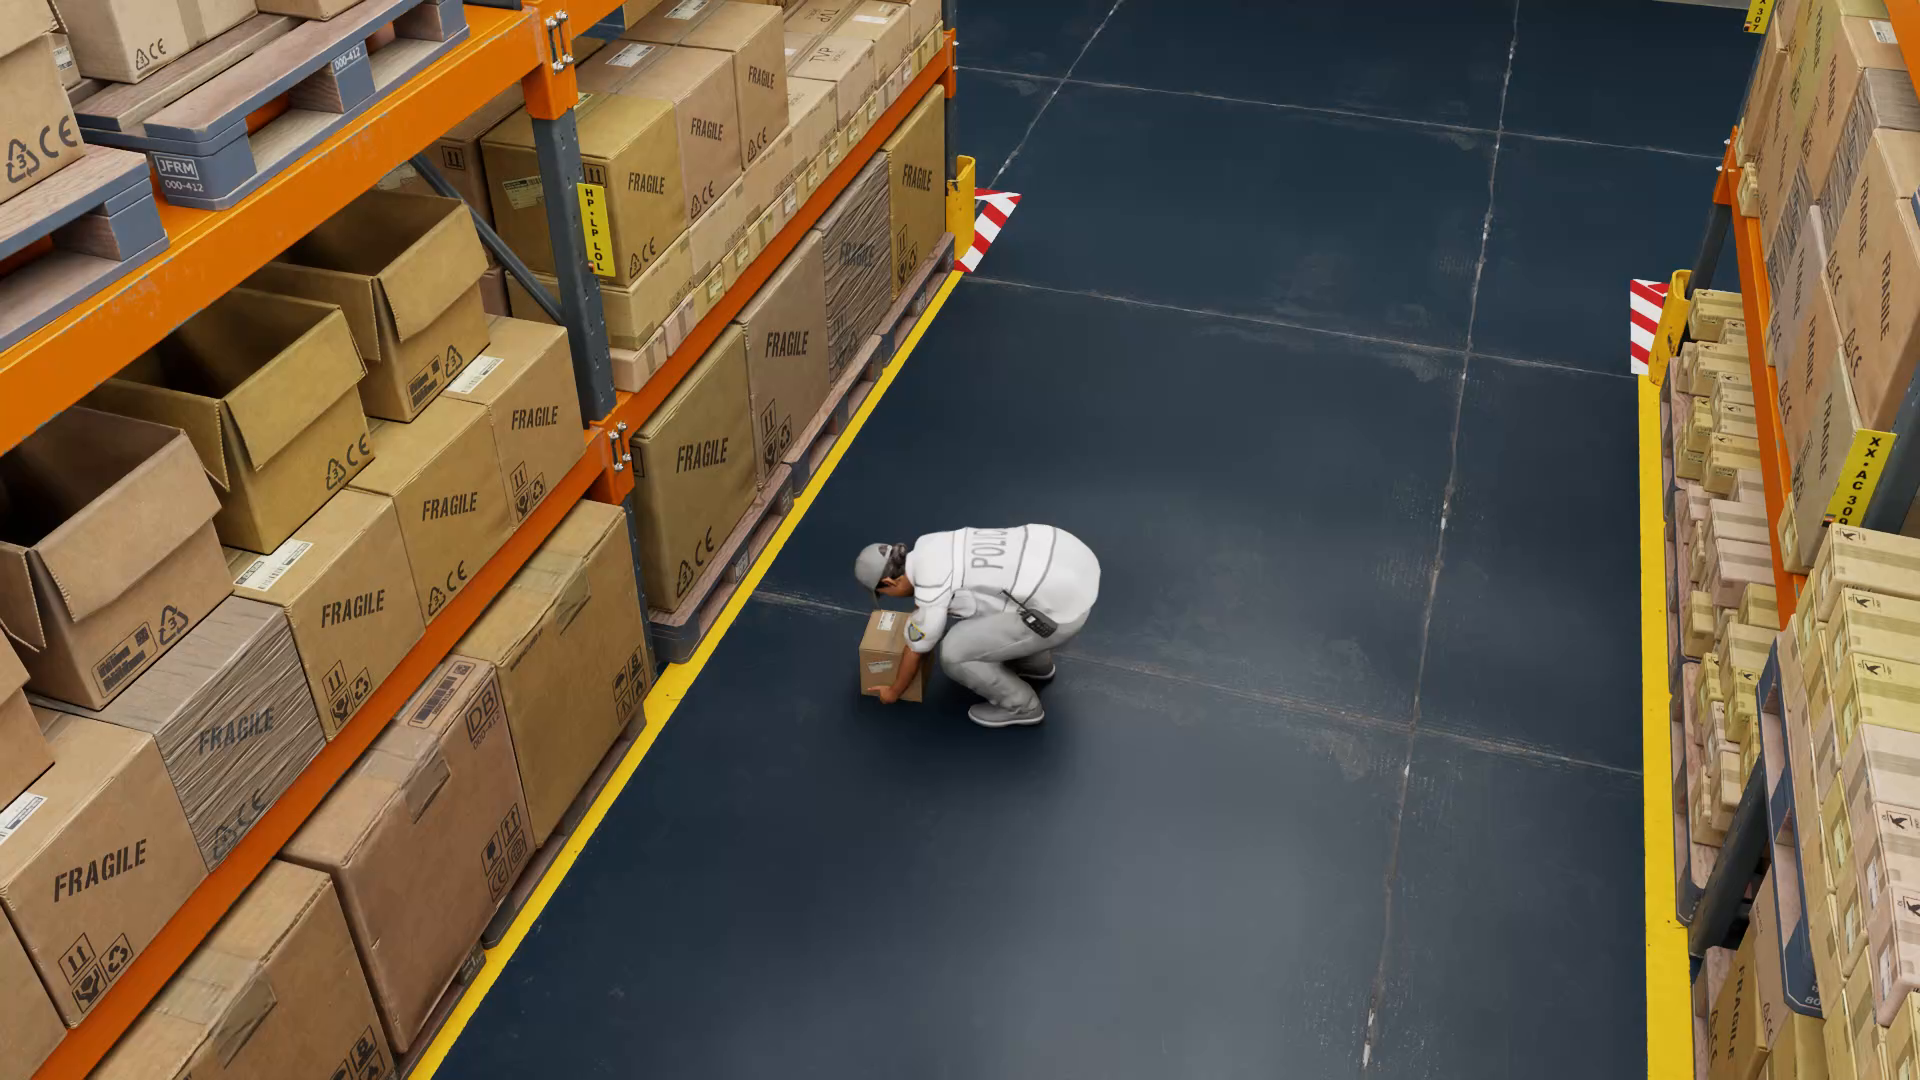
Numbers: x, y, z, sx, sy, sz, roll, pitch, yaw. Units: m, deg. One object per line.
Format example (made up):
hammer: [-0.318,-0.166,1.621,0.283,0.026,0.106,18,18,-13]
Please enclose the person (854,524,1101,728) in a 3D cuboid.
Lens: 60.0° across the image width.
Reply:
person: [0.063,0.304,6.502,0.942,0.785,0.492,6,38,7]
